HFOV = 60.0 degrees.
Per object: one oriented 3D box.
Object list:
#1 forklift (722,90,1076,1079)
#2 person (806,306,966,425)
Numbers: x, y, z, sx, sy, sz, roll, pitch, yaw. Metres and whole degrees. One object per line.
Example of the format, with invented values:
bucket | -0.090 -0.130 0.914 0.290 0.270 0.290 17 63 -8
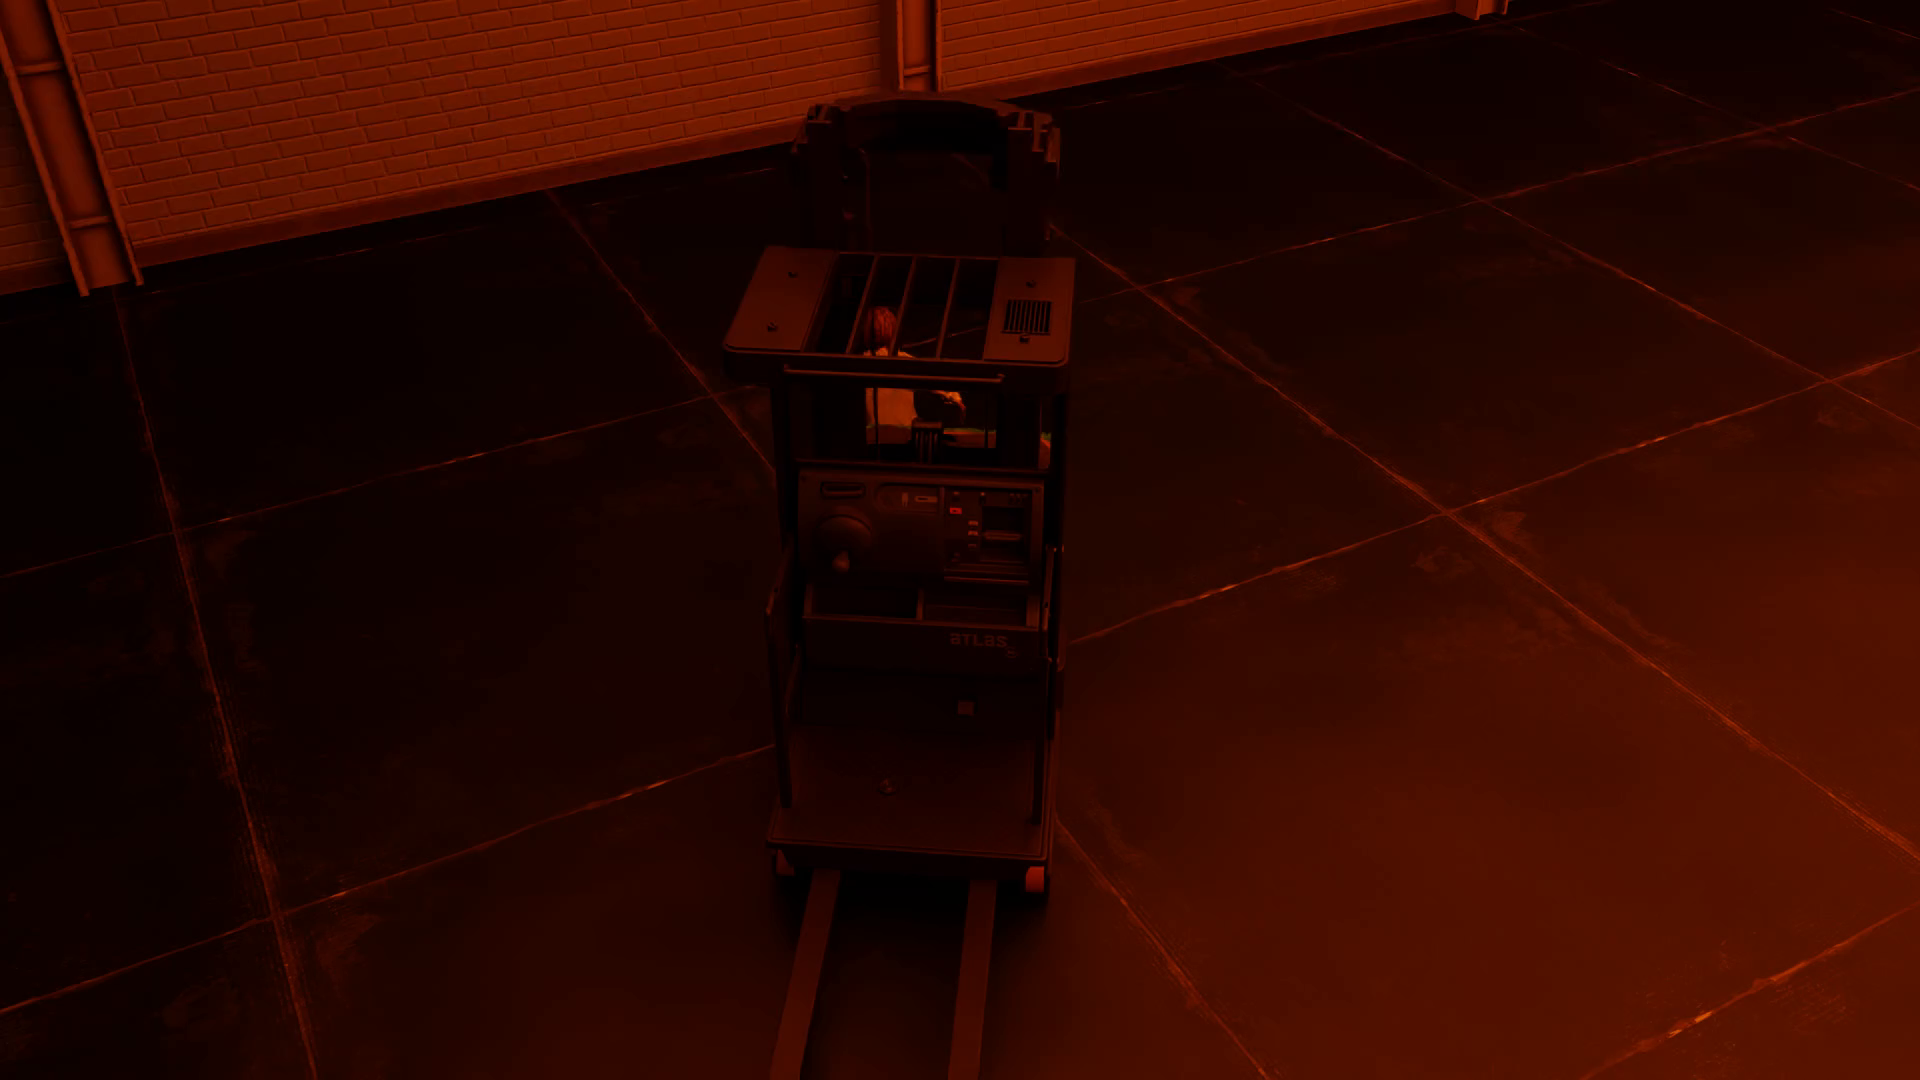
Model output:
forklift | -0.168 0.012 6.107 1.130 2.935 3.031 3 35 4
person | -0.241 -0.568 8.304 1.026 1.363 0.849 -9 36 -13
